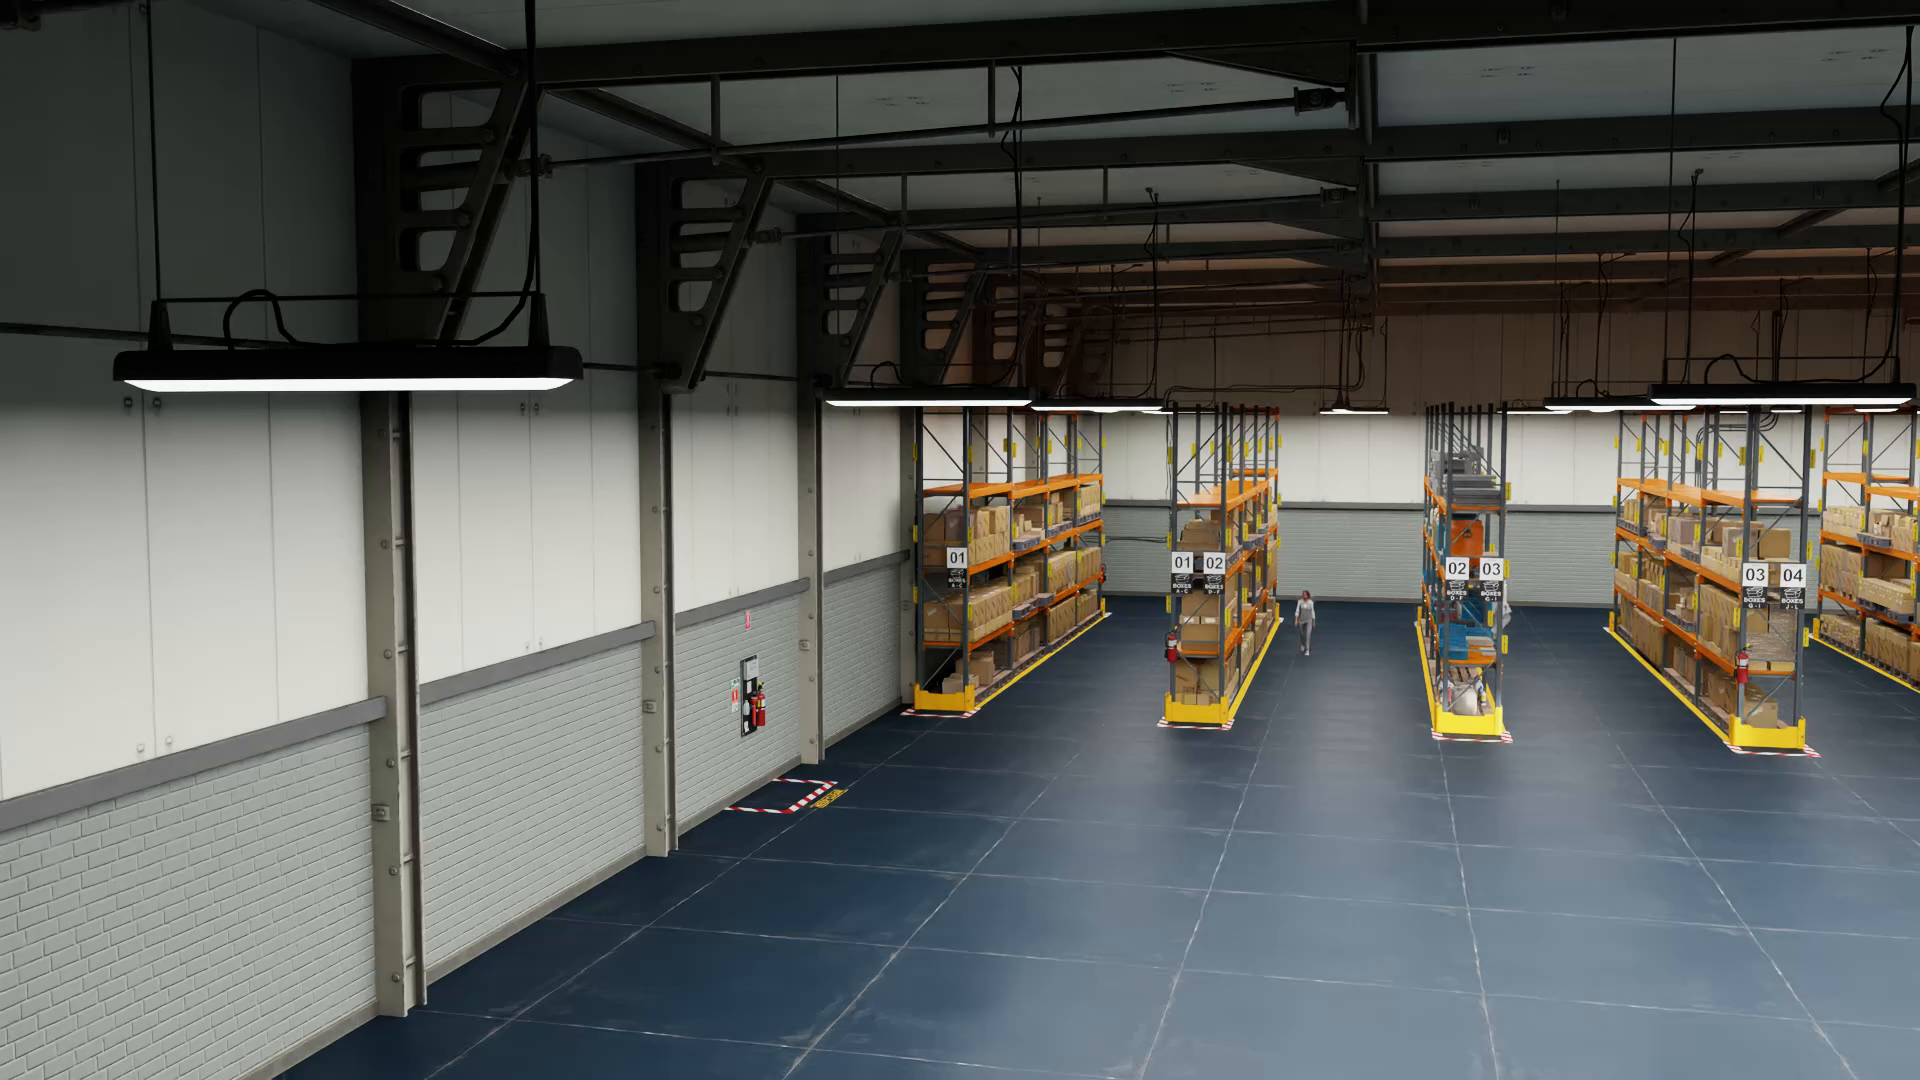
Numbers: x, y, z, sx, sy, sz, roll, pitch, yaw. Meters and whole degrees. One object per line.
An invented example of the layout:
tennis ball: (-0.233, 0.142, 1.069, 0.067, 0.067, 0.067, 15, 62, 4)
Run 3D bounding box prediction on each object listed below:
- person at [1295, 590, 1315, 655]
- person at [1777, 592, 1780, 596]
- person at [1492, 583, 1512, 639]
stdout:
person: (8.331, 1.975, 40.155, 0.481, 1.536, 0.994, 1, 4, 13)
person: (19.254, 2.017, 38.981, 0.498, 1.669, 0.515, 2, 4, 20)
person: (13.846, 1.666, 42.756, 0.558, 1.780, 0.609, -1, 4, -14)
